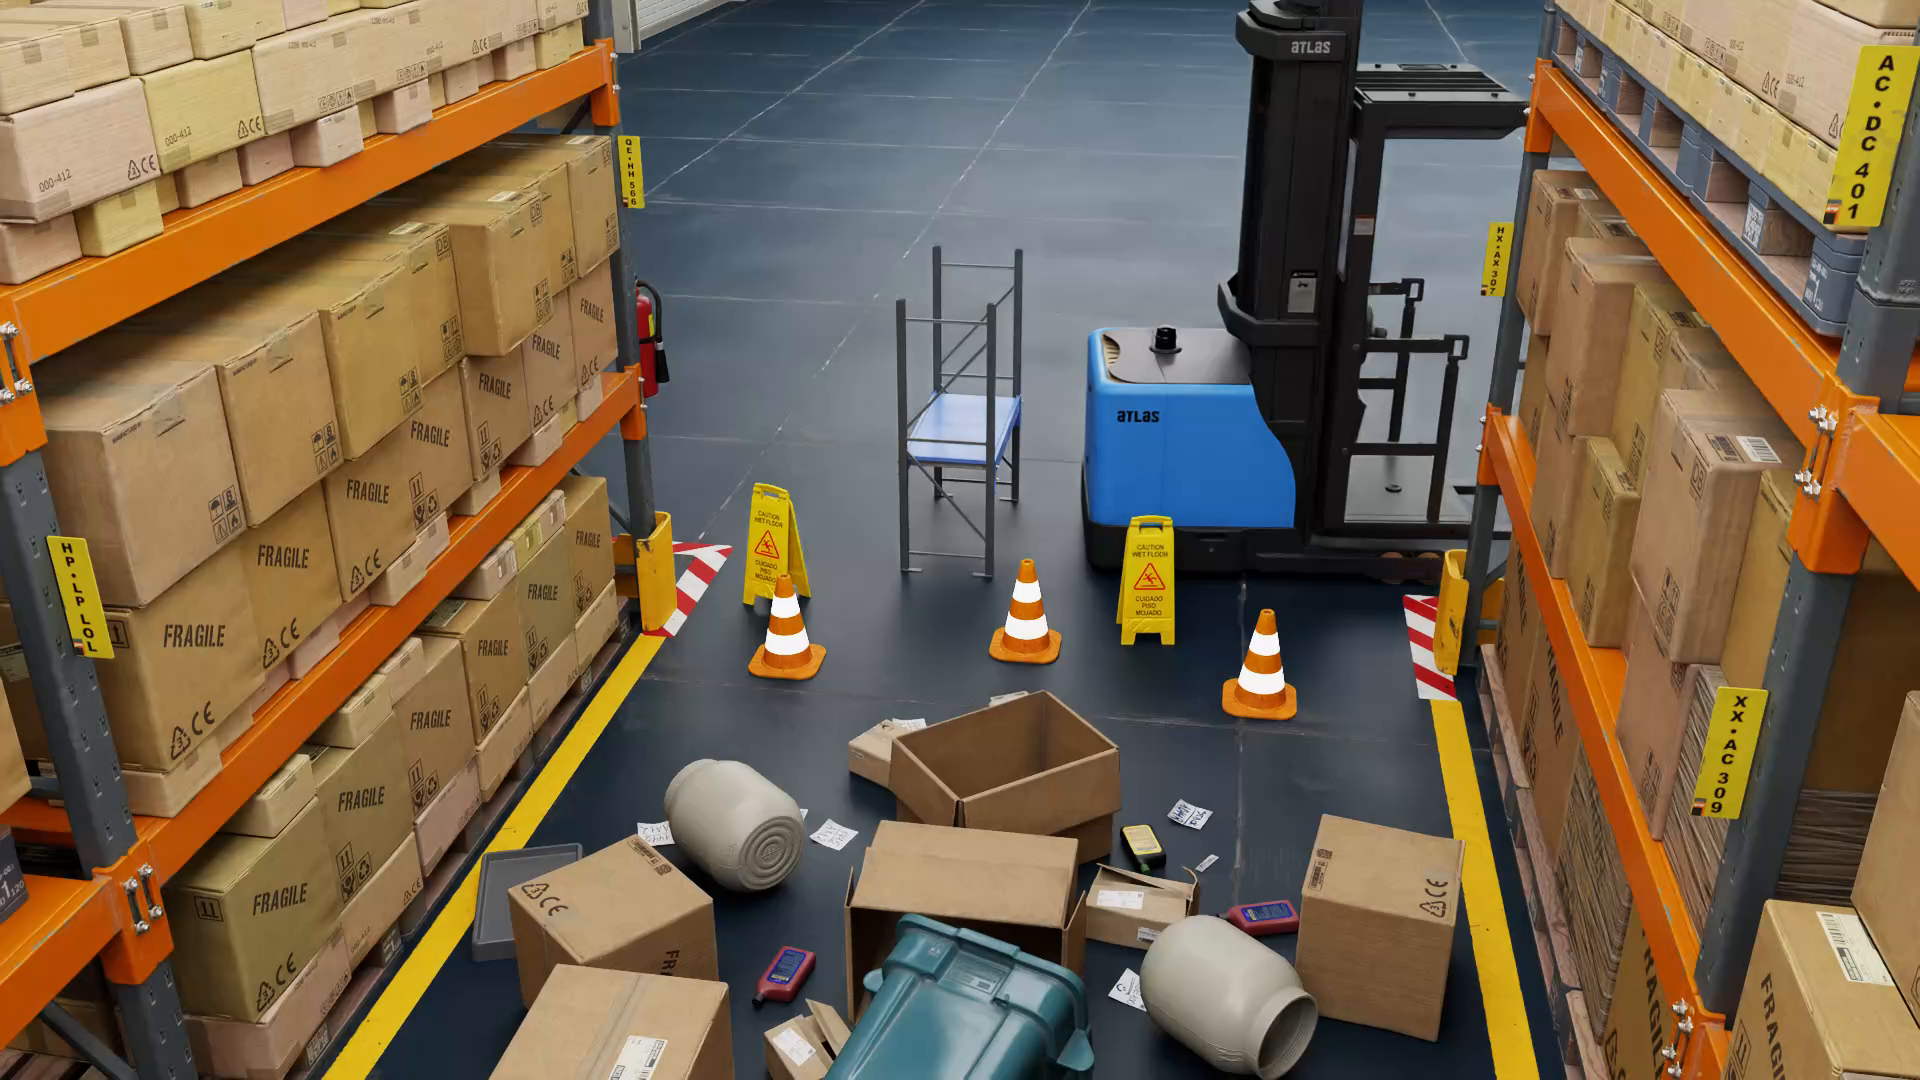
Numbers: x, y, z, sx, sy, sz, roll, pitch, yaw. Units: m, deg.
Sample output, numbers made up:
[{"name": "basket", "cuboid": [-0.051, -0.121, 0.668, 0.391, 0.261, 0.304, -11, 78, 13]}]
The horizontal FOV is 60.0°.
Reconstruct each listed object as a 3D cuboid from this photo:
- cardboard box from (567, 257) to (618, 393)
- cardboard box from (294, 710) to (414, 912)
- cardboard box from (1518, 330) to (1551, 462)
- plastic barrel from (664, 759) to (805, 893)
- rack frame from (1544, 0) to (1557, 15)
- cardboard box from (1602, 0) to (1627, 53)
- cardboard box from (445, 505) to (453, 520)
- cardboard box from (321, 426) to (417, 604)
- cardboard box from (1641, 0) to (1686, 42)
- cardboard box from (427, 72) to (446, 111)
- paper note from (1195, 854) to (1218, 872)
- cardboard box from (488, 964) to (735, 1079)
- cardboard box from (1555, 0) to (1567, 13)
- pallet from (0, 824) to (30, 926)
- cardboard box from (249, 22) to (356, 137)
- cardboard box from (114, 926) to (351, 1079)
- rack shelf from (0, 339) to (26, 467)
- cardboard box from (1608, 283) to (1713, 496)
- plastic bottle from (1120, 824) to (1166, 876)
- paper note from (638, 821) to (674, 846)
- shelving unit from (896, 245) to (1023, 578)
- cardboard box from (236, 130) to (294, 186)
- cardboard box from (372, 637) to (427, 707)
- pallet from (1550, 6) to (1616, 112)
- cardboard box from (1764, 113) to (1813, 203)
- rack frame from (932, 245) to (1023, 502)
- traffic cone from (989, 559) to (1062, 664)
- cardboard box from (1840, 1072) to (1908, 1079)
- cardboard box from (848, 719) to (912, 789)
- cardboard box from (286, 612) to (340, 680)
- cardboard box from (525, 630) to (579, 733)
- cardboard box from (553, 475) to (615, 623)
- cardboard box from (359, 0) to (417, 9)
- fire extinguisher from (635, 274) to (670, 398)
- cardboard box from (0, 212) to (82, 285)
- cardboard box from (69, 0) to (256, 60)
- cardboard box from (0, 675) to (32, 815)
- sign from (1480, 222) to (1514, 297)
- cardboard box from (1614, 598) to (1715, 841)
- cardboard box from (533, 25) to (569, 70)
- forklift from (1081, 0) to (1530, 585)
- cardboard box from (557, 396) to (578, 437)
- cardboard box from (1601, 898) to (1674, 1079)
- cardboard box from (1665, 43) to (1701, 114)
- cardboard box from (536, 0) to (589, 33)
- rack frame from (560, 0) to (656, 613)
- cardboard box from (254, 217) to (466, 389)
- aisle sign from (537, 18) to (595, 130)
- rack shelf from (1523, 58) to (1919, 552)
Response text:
[{"name": "cardboard box", "cuboid": [-1.849, -0.978, 7.332, 0.500, 0.500, 0.500, 4, 25, 8]}, {"name": "cardboard box", "cuboid": [-2.247, 0.892, 5.670, 0.500, 0.500, 0.500, 5, 26, 11]}, {"name": "cardboard box", "cuboid": [2.852, -0.653, 6.929, 0.875, 0.550, 0.550, 4, 25, 9]}, {"name": "plastic barrel", "cuboid": [-0.876, 1.092, 6.418, 0.421, 0.421, 0.512, -20, 32, -36]}, {"name": "rack frame", "cuboid": [2.868, -3.460, 6.028, 1.000, 3.000, 0.127, 4, 25, 9]}, {"name": "cardboard box", "cuboid": [2.331, -1.680, 5.445, 0.380, 0.149, 0.250, 4, 25, 9]}, {"name": "cardboard box", "cuboid": [-2.151, -0.121, 6.266, 0.380, 0.149, 0.250, 4, 25, 9]}, {"name": "cardboard box", "cuboid": [-2.185, -0.136, 5.534, 0.500, 0.500, 0.500, 4, 25, 8]}, {"name": "cardboard box", "cuboid": [2.290, -1.587, 4.776, 0.500, 0.250, 0.500, 4, 25, 8]}, {"name": "cardboard box", "cuboid": [-2.051, -1.586, 5.859, 0.380, 0.149, 0.250, 3, 25, 7]}, {"name": "paper note", "cuboid": [0.969, 1.269, 6.528, 0.032, 0.001, 0.123, 19, 31, 35]}, {"name": "cardboard box", "cuboid": [-0.925, 1.529, 4.501, 0.500, 0.500, 0.500, 4, 25, 9]}, {"name": "cardboard box", "cuboid": [2.496, -2.102, 6.348, 0.380, 0.149, 0.250, 4, 25, 9]}, {"name": "pallet", "cuboid": [-2.954, 1.026, 3.747, 1.003, 0.211, 1.213, 4, 25, 9]}, {"name": "cardboard box", "cuboid": [-2.174, -1.386, 4.961, 0.500, 0.250, 0.500, 4, 25, 9]}, {"name": "cardboard box", "cuboid": [-2.323, 1.456, 5.349, 0.500, 0.250, 0.500, 3, 25, 6]}, {"name": "rack shelf", "cuboid": [-3.013, 0.433, 2.097, 1.077, 0.370, 4.000, 4, 25, 9]}, {"name": "cardboard box", "cuboid": [2.586, -0.456, 5.235, 0.875, 0.550, 0.500, 4, 25, 9]}, {"name": "plastic bottle", "cuboid": [0.732, 1.226, 6.559, 0.133, 0.061, 0.283, -5, 25, -10]}, {"name": "paper note", "cuboid": [-1.225, 1.178, 6.696, 0.142, 0.019, 0.148, -5, 25, -10]}, {"name": "shelving unit", "cuboid": [0.014, -0.715, 9.008, 0.538, 1.500, 1.048, 4, 25, 9]}, {"name": "cardboard box", "cuboid": [-2.229, -1.159, 4.946, 0.380, 0.149, 0.250, 3, 25, 7]}, {"name": "cardboard box", "cuboid": [-2.120, 0.447, 5.856, 0.380, 0.149, 0.250, 5, 26, 12]}, {"name": "pallet", "cuboid": [2.757, -1.751, 6.018, 1.003, 0.211, 1.213, 4, 25, 9]}, {"name": "cardboard box", "cuboid": [1.999, -0.830, 3.630, 0.380, 0.149, 0.250, 4, 25, 9]}, {"name": "rack frame", "cuboid": [0.097, -0.928, 9.462, 0.500, 1.500, 0.032, 4, 25, 9]}, {"name": "traffic cone", "cuboid": [0.321, 0.309, 8.044, 0.336, 0.463, 0.334, 4, 25, 9]}, {"name": "cardboard box", "cuboid": [1.781, 1.297, 2.823, 0.500, 0.500, 0.500, 4, 25, 9]}, {"name": "cardboard box", "cuboid": [-0.253, 0.935, 7.077, 0.380, 0.149, 0.250, 19, 31, 35]}, {"name": "cardboard box", "cuboid": [-2.240, 0.310, 5.346, 0.380, 0.149, 0.250, 5, 26, 10]}, {"name": "cardboard box", "cuboid": [-1.991, 0.584, 7.212, 0.500, 0.250, 0.500, 4, 25, 9]}, {"name": "cardboard box", "cuboid": [-1.906, 0.025, 7.522, 0.500, 0.500, 0.500, 4, 25, 9]}, {"name": "cardboard box", "cuboid": [-2.013, -1.844, 5.469, 0.380, 0.149, 0.250, 5, 25, 10]}, {"name": "fire extinguisher", "cuboid": [-1.559, -1.025, 7.992, 0.296, 0.674, 0.183, 4, 25, 9]}, {"name": "cardboard box", "cuboid": [-2.390, -0.730, 4.030, 0.380, 0.149, 0.250, 4, 25, 8]}, {"name": "cardboard box", "cuboid": [-2.177, -1.415, 4.551, 0.380, 0.149, 0.250, 4, 25, 8]}, {"name": "cardboard box", "cuboid": [-2.535, 0.468, 3.748, 0.500, 0.500, 0.500, 4, 25, 8]}, {"name": "sign", "cuboid": [2.321, -1.212, 7.187, 0.100, 0.325, 0.005, 4, 25, 9]}, {"name": "cardboard box", "cuboid": [2.330, 0.475, 4.520, 0.875, 0.550, 0.550, 4, 25, 9]}, {"name": "cardboard box", "cuboid": [-1.823, -2.014, 6.772, 0.380, 0.149, 0.250, 4, 25, 9]}, {"name": "forklift", "cuboid": [2.202, -1.322, 8.616, 3.031, 2.935, 1.130, 1, 25, 1]}, {"name": "cardboard box", "cuboid": [-1.877, -0.539, 7.161, 0.380, 0.149, 0.250, 4, 25, 8]}, {"name": "cardboard box", "cuboid": [2.386, 1.444, 4.638, 0.875, 0.875, 0.875, 4, 25, 9]}, {"name": "cardboard box", "cuboid": [2.165, -1.258, 4.544, 0.380, 0.149, 0.250, 4, 25, 8]}, {"name": "cardboard box", "cuboid": [-1.850, -2.237, 6.778, 0.500, 0.250, 0.500, 4, 25, 8]}, {"name": "rack frame", "cuboid": [-2.032, -1.044, 7.942, 1.000, 3.000, 0.127, 4, 25, 9]}, {"name": "cardboard box", "cuboid": [-2.191, -0.817, 5.810, 0.700, 0.500, 0.500, 4, 25, 8]}, {"name": "aisle sign", "cuboid": [-1.736, -2.227, 7.403, 0.394, 0.787, 0.004, 4, 25, 9]}, {"name": "rack shelf", "cuboid": [2.541, -0.939, 5.029, 1.077, 0.370, 4.000, 4, 25, 9]}]
